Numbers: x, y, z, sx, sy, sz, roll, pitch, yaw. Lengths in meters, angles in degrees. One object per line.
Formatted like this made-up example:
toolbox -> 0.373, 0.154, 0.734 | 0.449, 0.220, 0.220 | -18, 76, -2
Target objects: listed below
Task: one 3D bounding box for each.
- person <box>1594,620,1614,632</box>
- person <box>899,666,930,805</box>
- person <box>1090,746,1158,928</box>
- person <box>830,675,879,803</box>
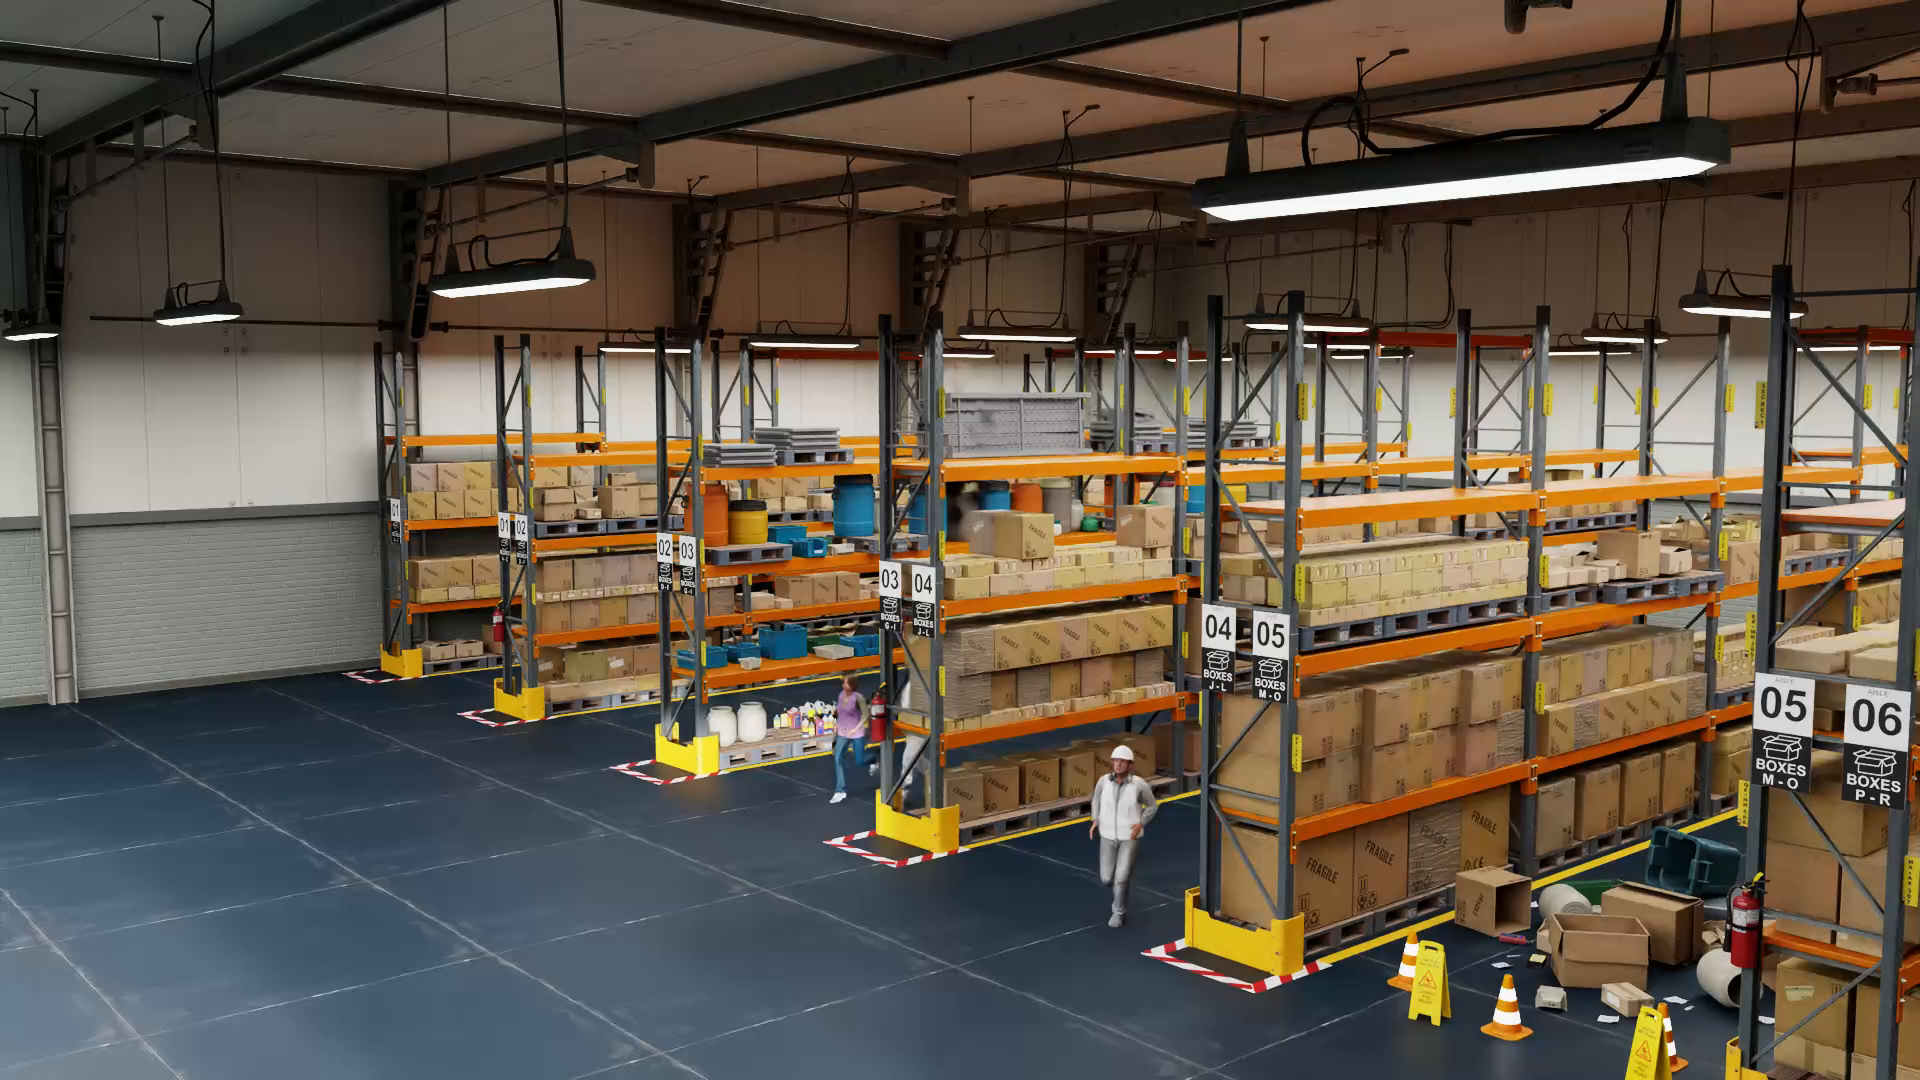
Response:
person -> 10.016, 1.974, 25.746 | 0.758, 1.716, 0.668 | -4, 7, -40
person -> -0.550, 2.394, 20.651 | 0.977, 1.790, 0.669 | -4, 7, -40
person -> 1.588, 2.848, 16.172 | 0.665, 1.736, 0.620 | 2, 6, 21
person -> -1.353, 2.490, 21.110 | 0.520, 1.578, 0.925 | 3, 6, 28
